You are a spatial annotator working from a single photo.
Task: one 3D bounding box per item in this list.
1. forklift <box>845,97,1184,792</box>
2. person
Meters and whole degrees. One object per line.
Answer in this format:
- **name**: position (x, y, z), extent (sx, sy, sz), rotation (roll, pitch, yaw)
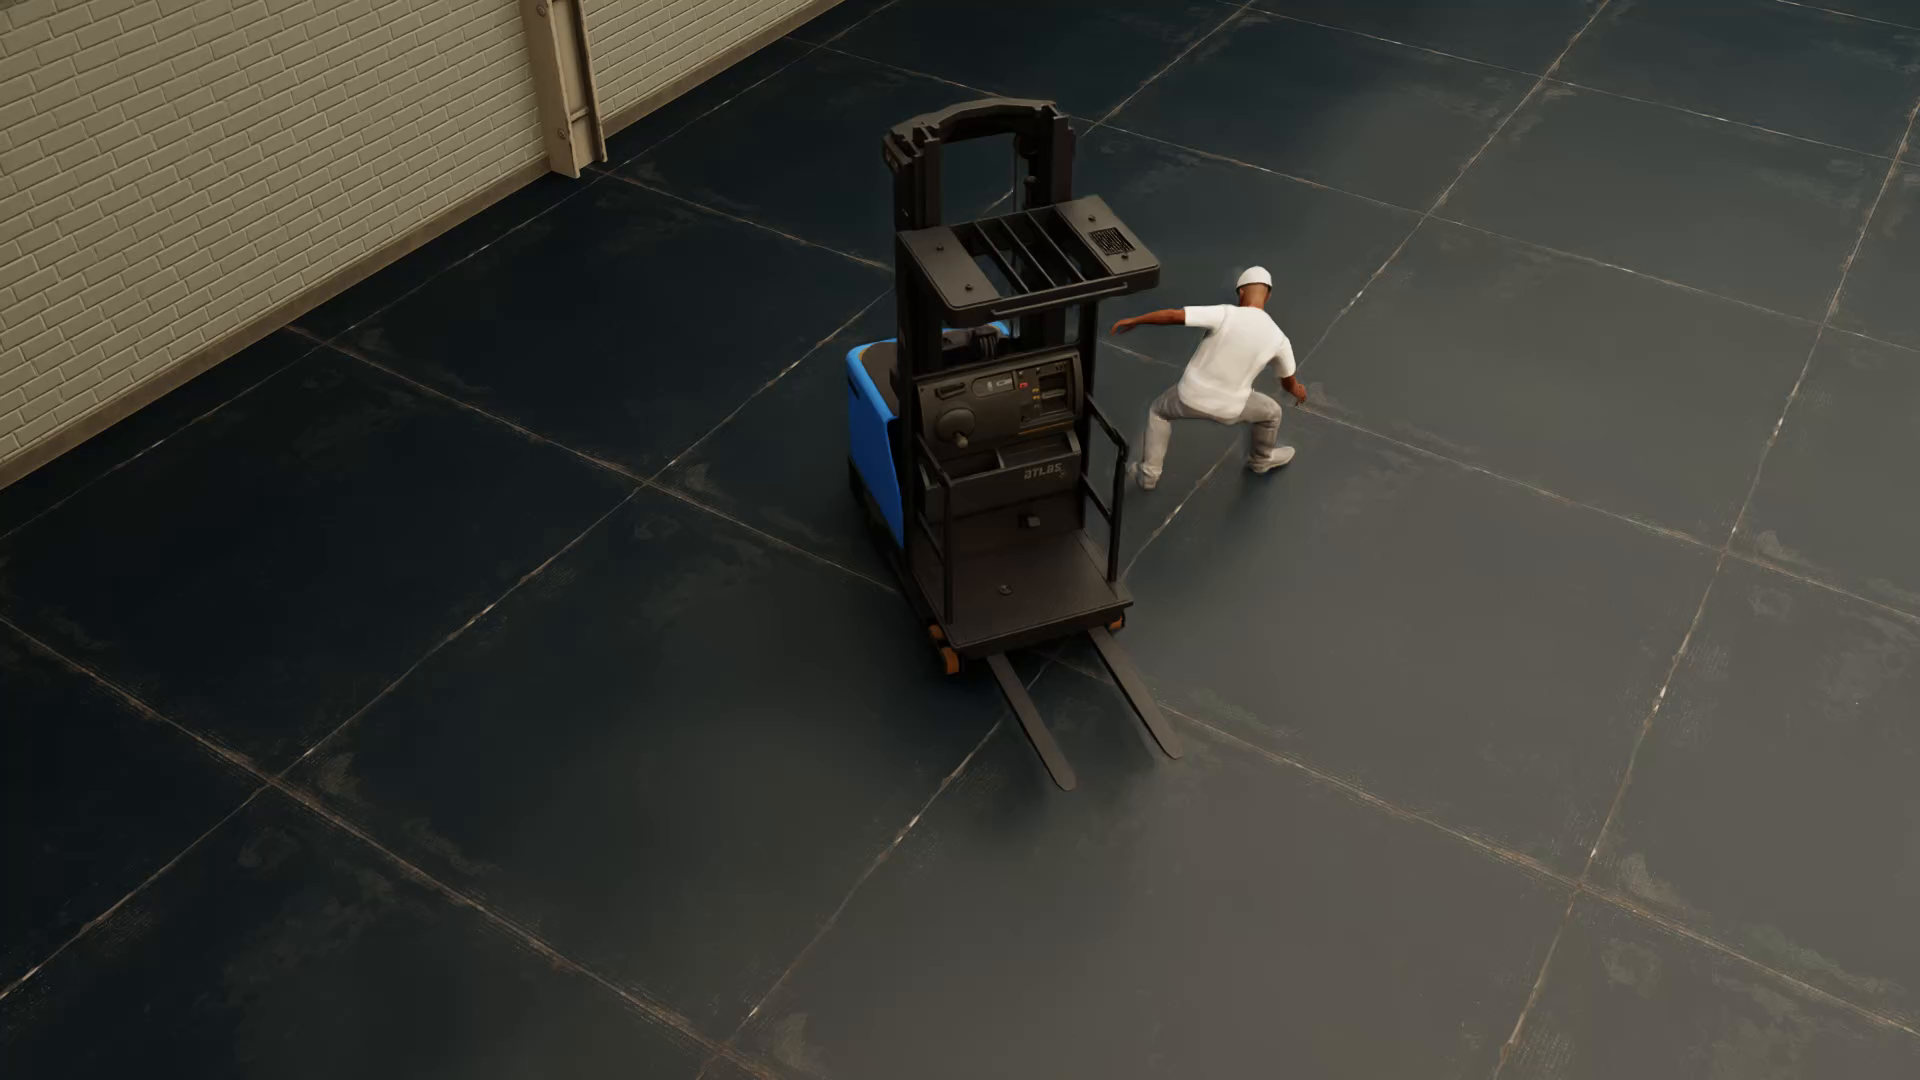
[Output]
- **forklift**: position (0.301, -0.669, 8.757), extent (1.130, 2.935, 3.031), rotation (-14, 42, -16)
- **person**: position (1.519, -0.943, 10.223), extent (1.227, 1.480, 0.726), rotation (9, 41, 10)
